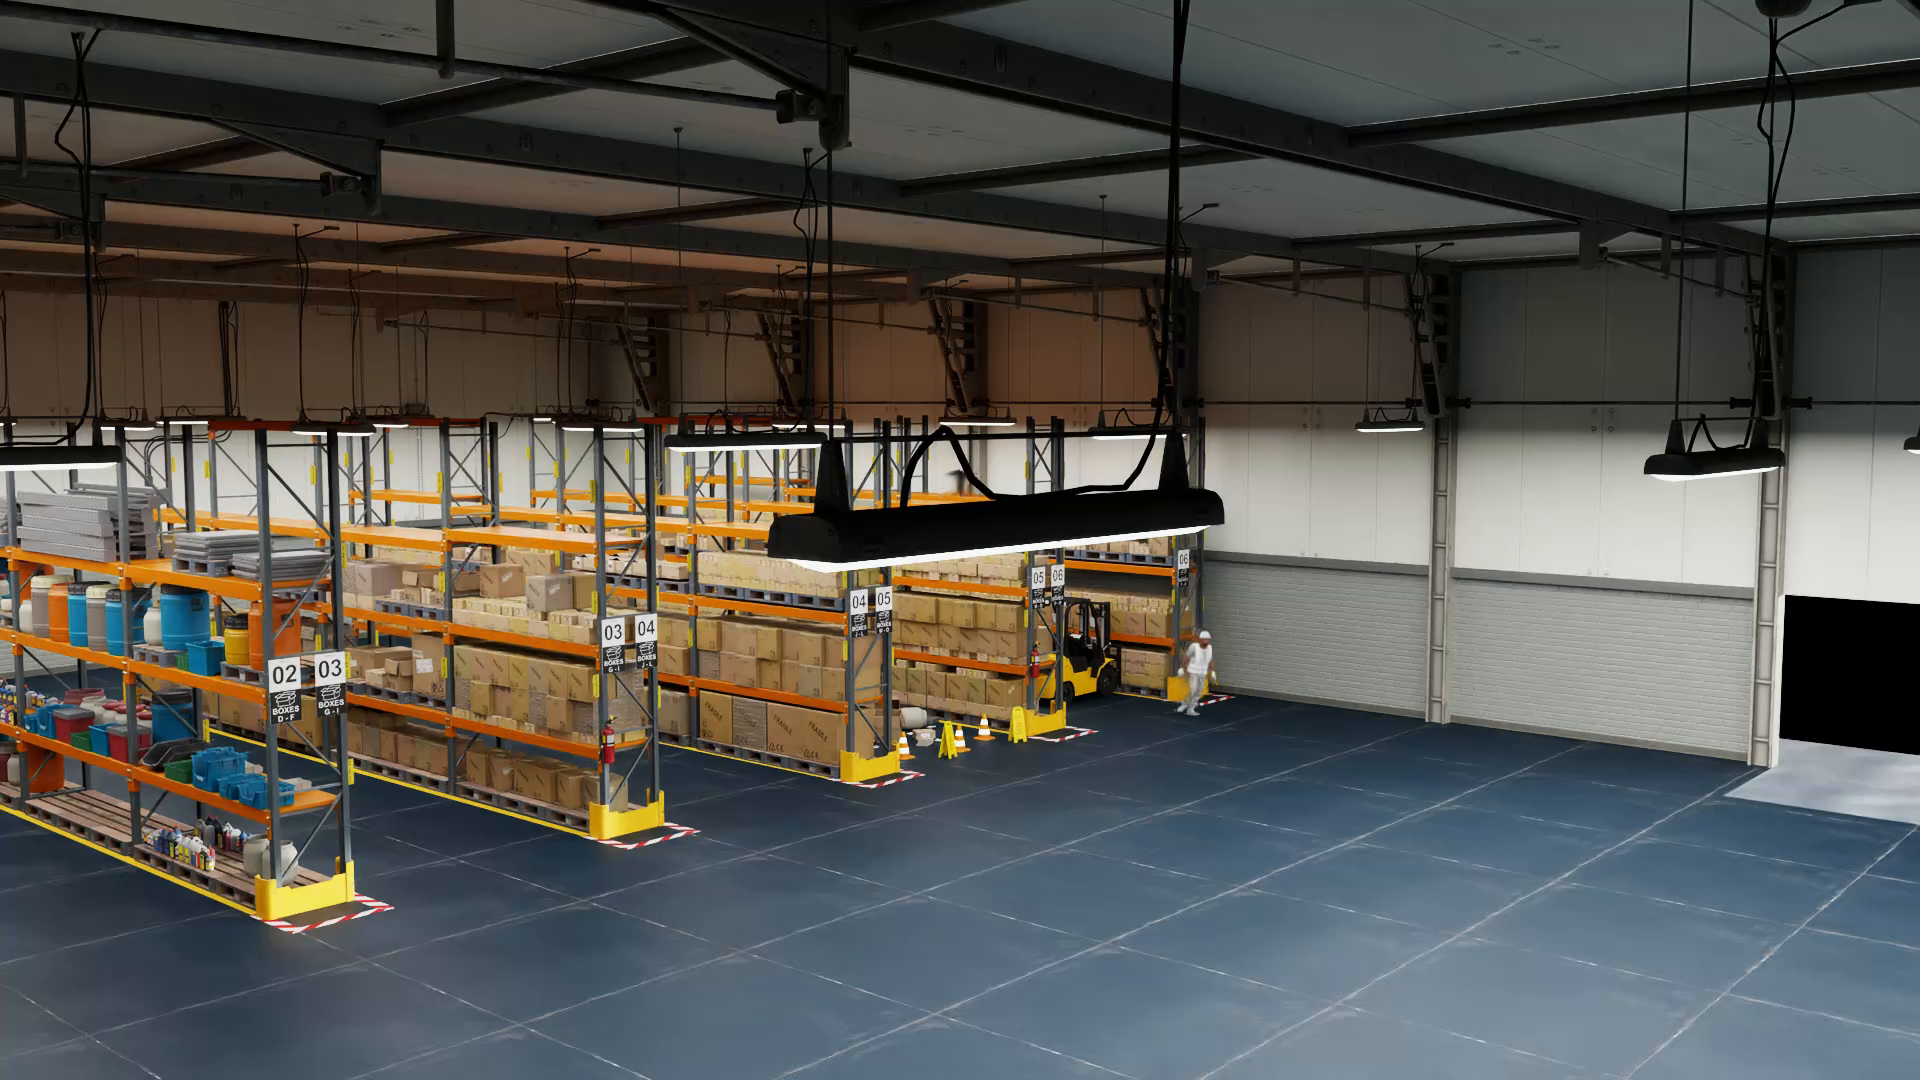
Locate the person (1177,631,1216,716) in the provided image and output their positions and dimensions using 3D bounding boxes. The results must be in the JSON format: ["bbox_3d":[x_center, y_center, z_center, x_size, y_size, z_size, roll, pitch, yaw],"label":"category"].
[{"bbox_3d":[4.766,2.687,33.454,0.701,1.738,0.600,-3,5,-30],"label":"person"}]

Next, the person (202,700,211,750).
[{"bbox_3d":[-12.505,3.333,27.198,0.707,1.492,0.525,2,5,20],"label":"person"}]
